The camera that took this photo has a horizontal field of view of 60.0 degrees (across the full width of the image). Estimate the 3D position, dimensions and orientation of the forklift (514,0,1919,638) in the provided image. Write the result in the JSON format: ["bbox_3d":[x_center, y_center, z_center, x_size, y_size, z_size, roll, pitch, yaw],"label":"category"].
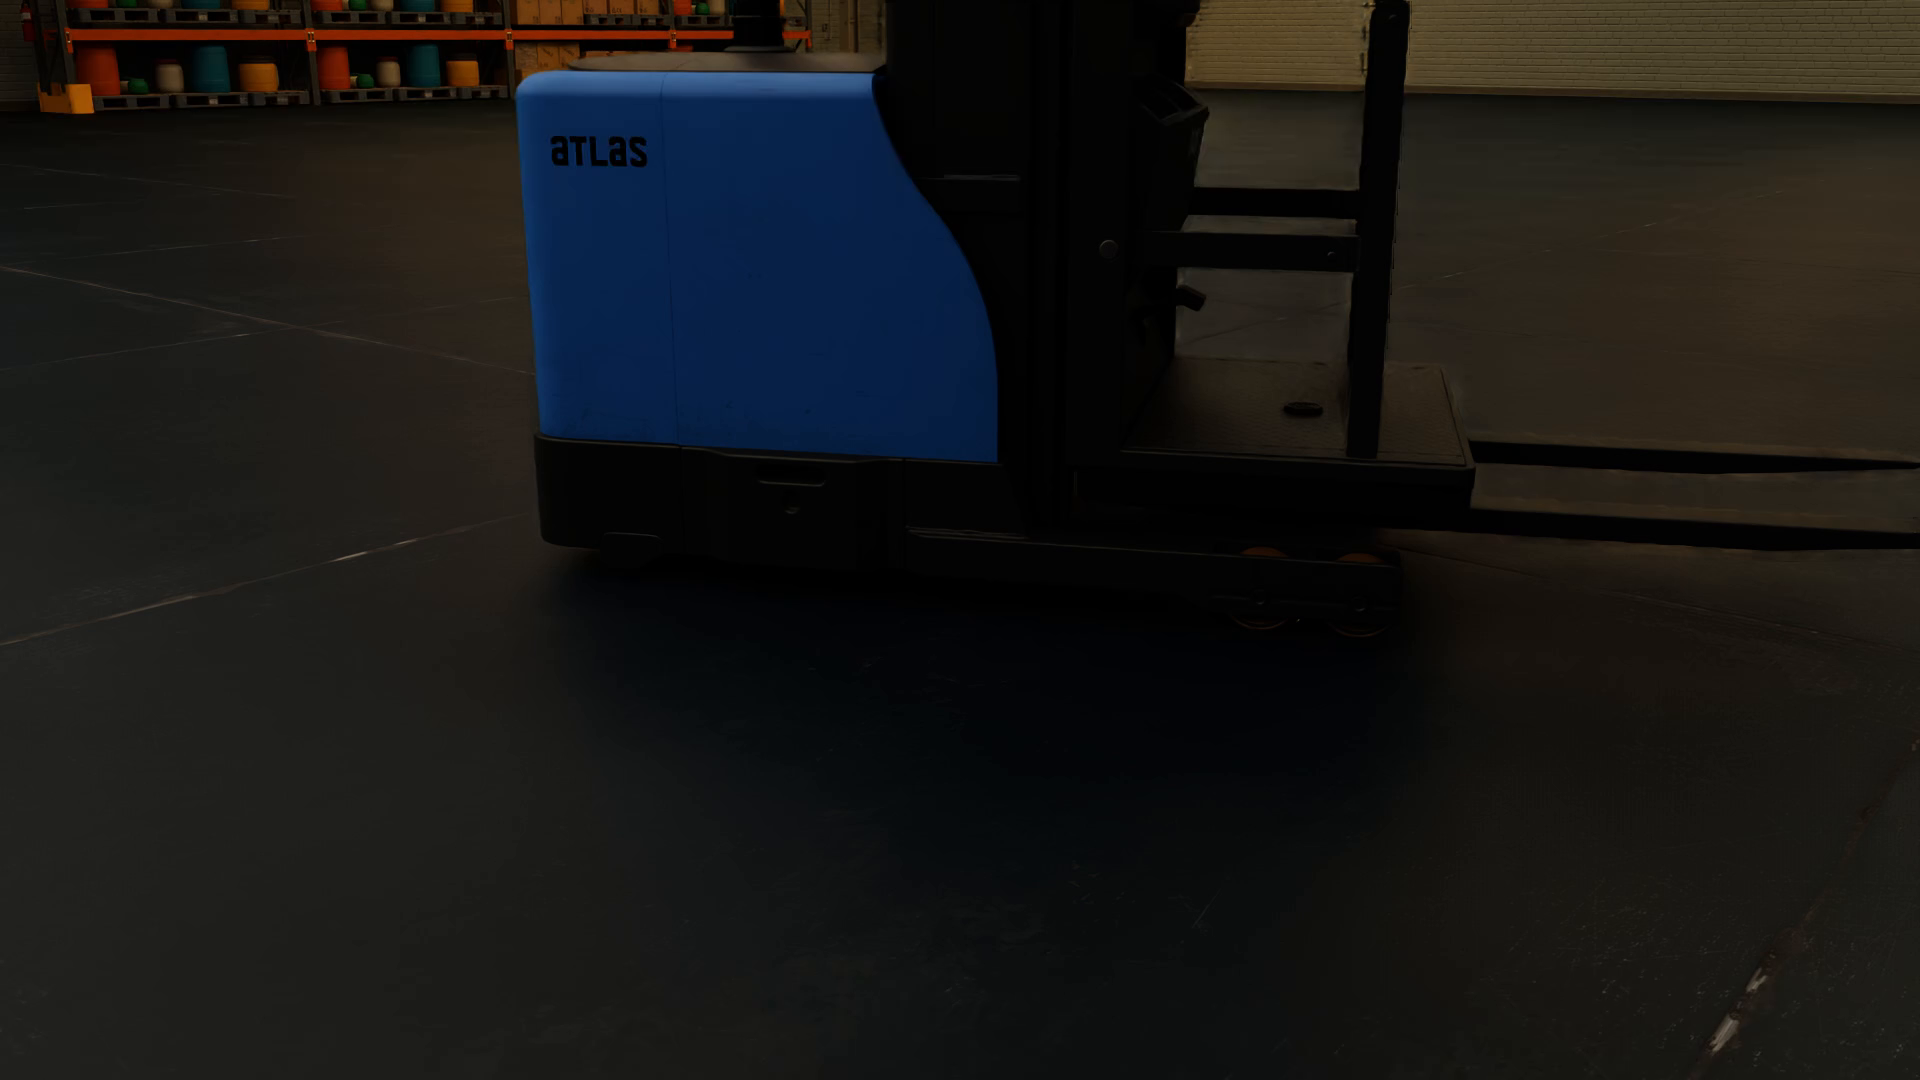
[{"bbox_3d":[0.631,-1.377,3.432,3.031,2.935,1.130,4,17,12],"label":"forklift"}]
